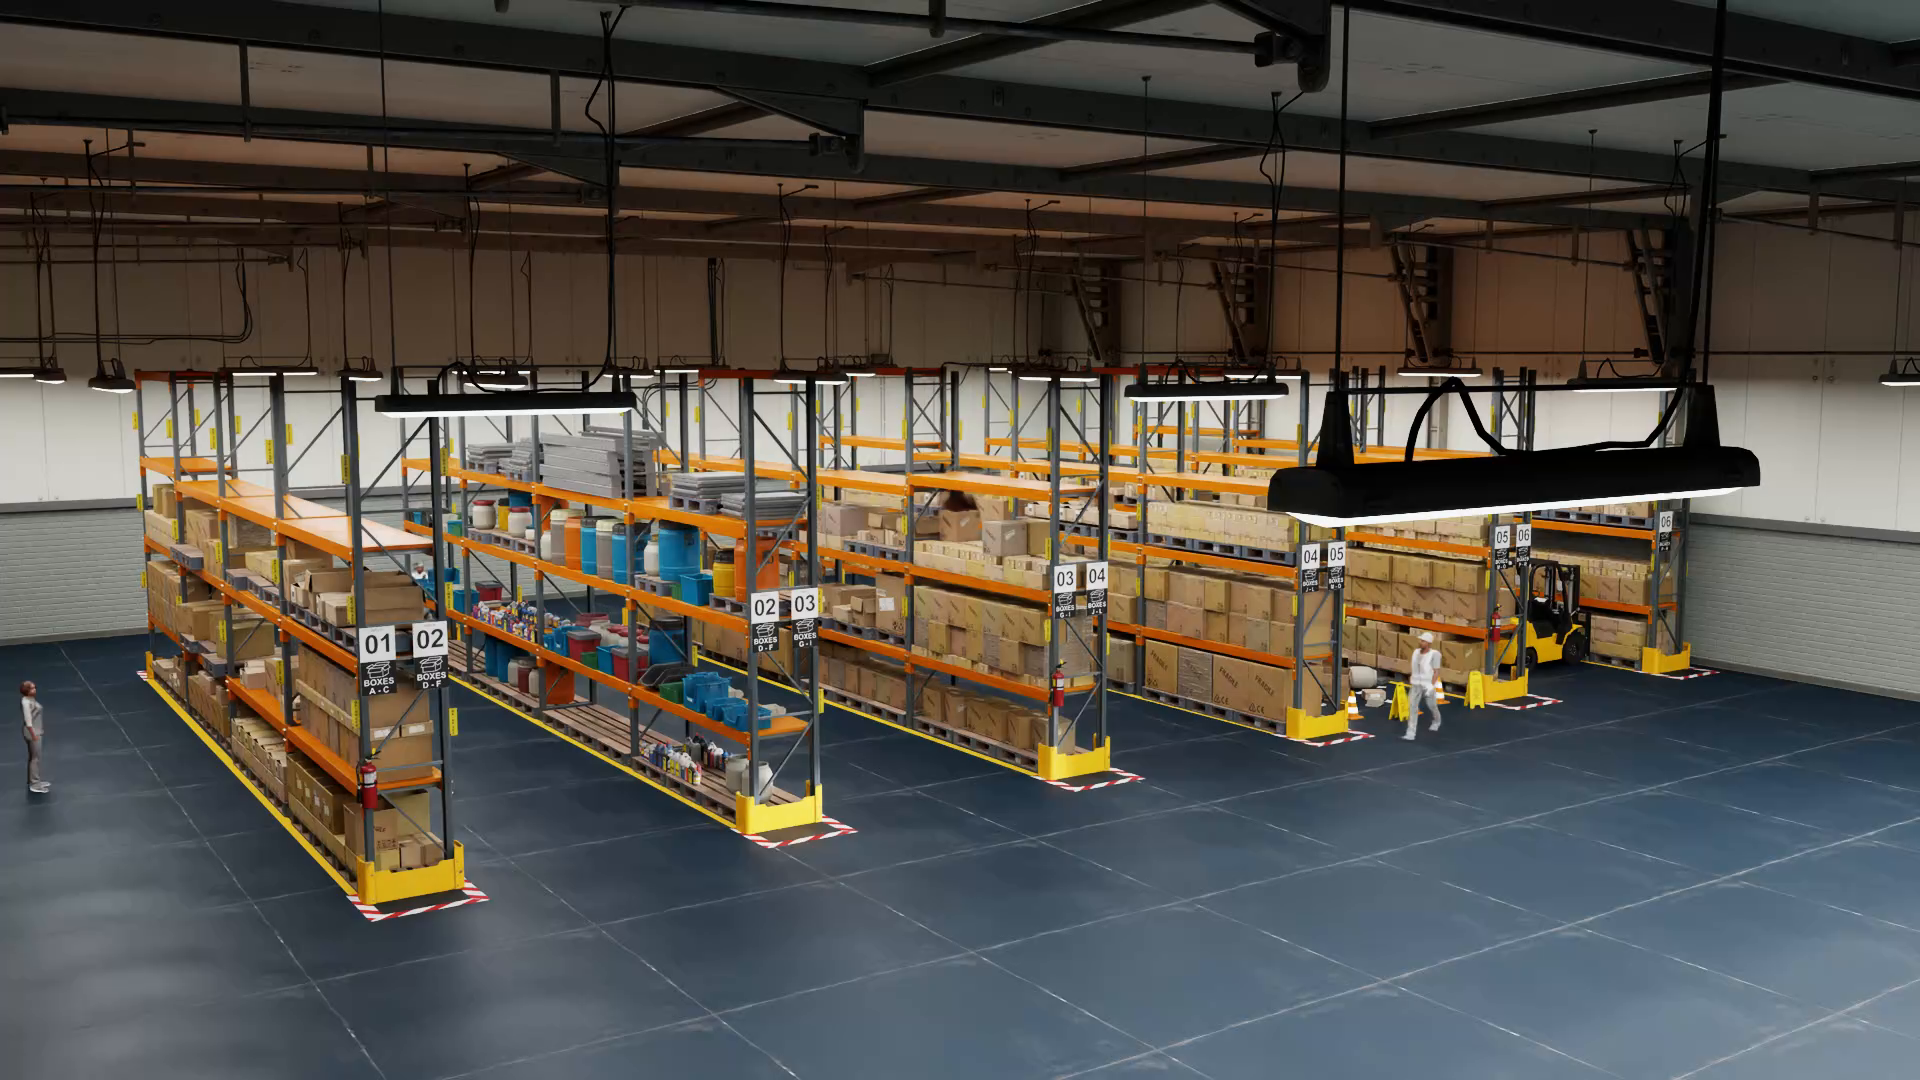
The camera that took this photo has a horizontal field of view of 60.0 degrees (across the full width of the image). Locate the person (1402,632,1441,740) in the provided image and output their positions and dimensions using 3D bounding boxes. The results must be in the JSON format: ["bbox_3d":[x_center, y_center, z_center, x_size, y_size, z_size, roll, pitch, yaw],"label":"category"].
[{"bbox_3d":[7.626,2.384,27.287,0.505,1.754,1.038,4,8,32],"label":"person"}]

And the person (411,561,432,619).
[{"bbox_3d":[-12.071,1.291,37.210,0.442,1.683,0.597,-1,6,-6],"label":"person"}]

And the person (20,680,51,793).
[{"bbox_3d":[-13.385,2.836,24.068,0.348,1.625,0.493,-5,8,-37],"label":"person"}]
